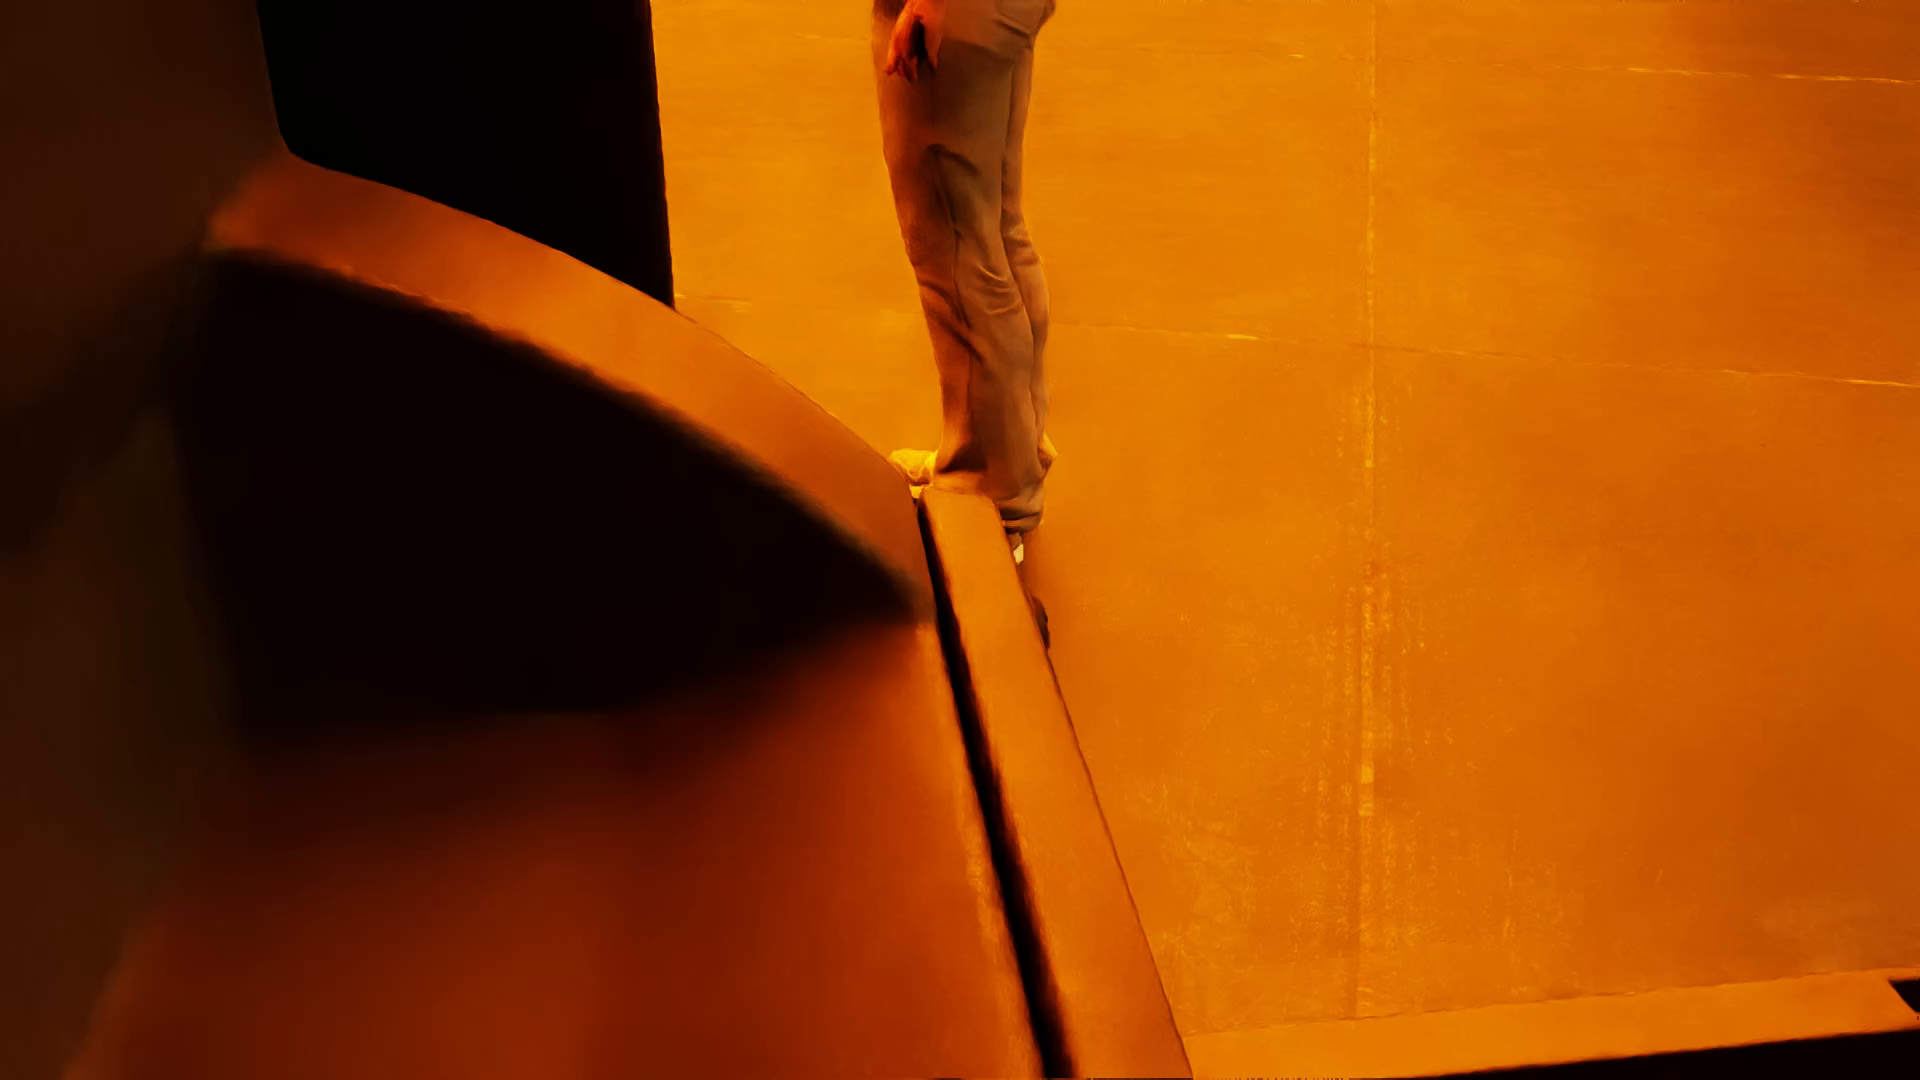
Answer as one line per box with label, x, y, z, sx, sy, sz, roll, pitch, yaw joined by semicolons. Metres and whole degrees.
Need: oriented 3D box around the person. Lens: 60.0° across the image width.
person;-0.009;-0.715;2.141;0.310;1.604;0.405;6;27;11
